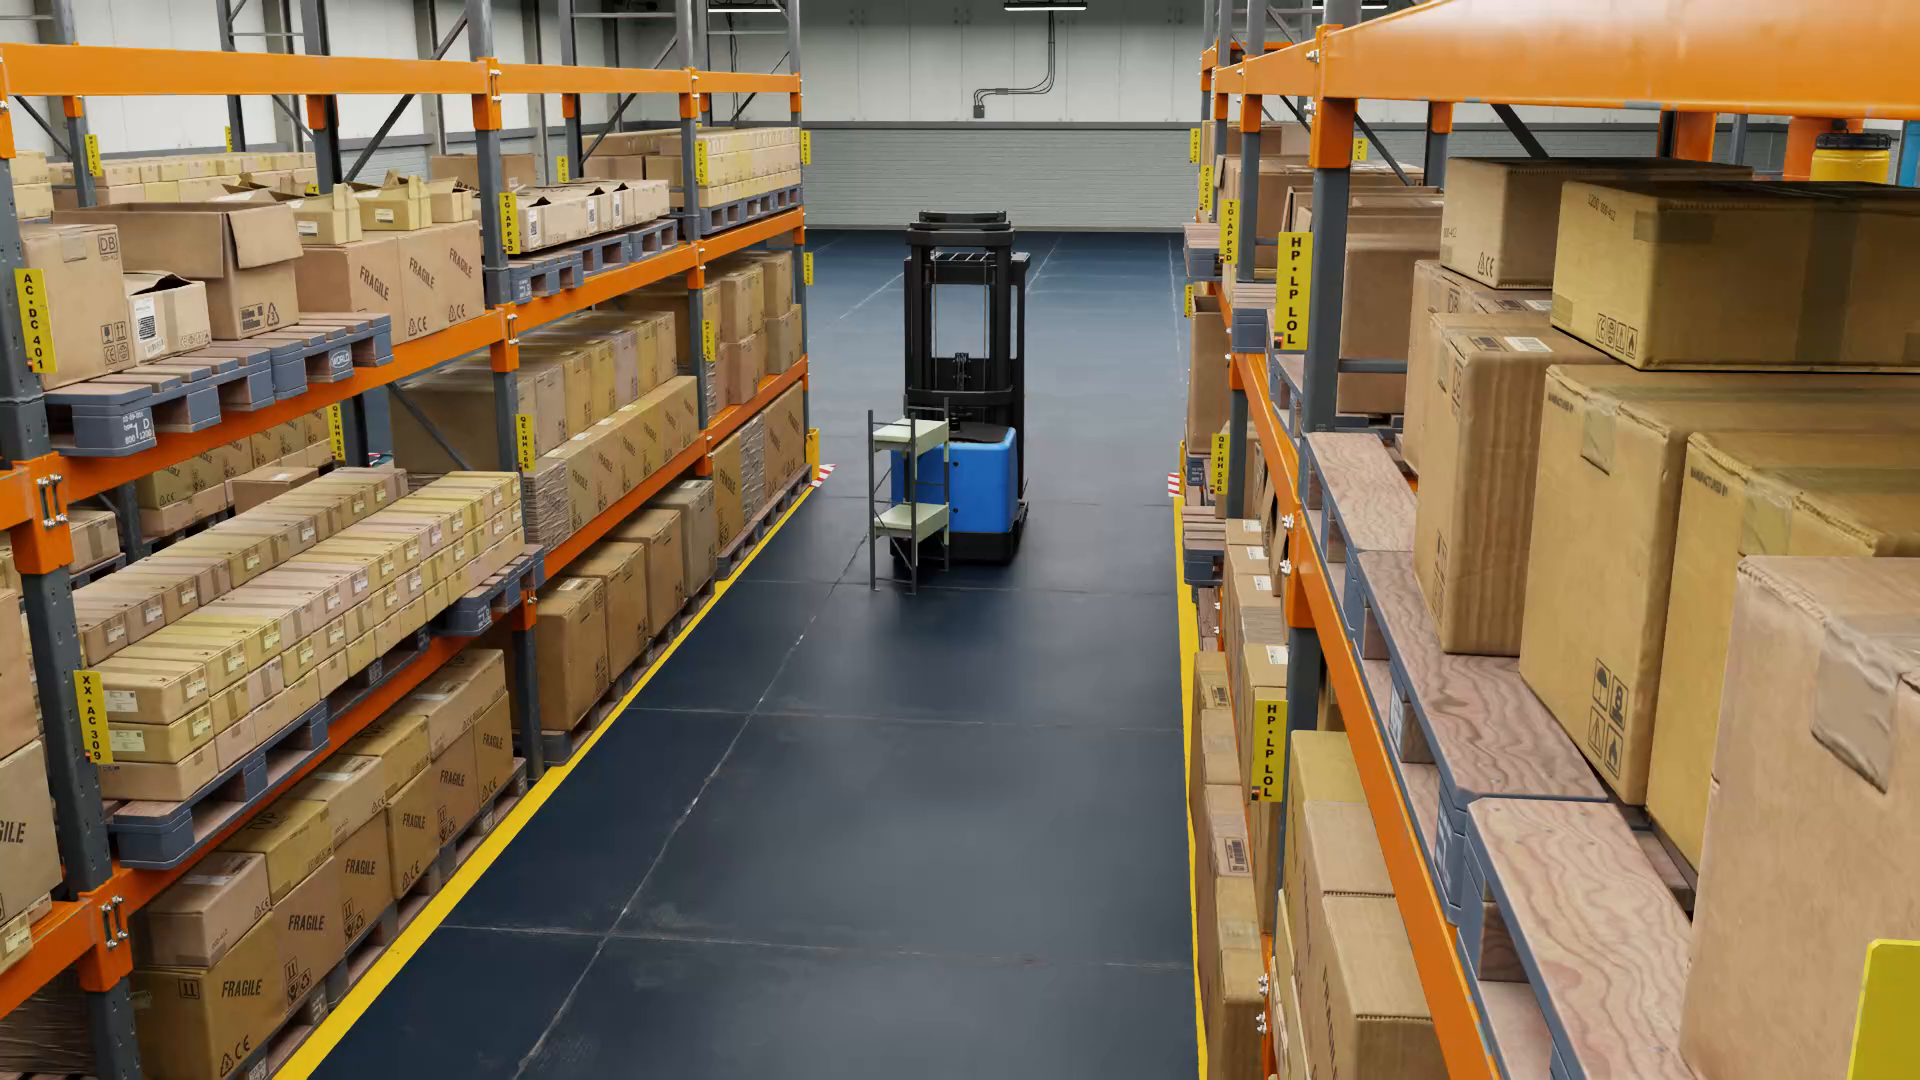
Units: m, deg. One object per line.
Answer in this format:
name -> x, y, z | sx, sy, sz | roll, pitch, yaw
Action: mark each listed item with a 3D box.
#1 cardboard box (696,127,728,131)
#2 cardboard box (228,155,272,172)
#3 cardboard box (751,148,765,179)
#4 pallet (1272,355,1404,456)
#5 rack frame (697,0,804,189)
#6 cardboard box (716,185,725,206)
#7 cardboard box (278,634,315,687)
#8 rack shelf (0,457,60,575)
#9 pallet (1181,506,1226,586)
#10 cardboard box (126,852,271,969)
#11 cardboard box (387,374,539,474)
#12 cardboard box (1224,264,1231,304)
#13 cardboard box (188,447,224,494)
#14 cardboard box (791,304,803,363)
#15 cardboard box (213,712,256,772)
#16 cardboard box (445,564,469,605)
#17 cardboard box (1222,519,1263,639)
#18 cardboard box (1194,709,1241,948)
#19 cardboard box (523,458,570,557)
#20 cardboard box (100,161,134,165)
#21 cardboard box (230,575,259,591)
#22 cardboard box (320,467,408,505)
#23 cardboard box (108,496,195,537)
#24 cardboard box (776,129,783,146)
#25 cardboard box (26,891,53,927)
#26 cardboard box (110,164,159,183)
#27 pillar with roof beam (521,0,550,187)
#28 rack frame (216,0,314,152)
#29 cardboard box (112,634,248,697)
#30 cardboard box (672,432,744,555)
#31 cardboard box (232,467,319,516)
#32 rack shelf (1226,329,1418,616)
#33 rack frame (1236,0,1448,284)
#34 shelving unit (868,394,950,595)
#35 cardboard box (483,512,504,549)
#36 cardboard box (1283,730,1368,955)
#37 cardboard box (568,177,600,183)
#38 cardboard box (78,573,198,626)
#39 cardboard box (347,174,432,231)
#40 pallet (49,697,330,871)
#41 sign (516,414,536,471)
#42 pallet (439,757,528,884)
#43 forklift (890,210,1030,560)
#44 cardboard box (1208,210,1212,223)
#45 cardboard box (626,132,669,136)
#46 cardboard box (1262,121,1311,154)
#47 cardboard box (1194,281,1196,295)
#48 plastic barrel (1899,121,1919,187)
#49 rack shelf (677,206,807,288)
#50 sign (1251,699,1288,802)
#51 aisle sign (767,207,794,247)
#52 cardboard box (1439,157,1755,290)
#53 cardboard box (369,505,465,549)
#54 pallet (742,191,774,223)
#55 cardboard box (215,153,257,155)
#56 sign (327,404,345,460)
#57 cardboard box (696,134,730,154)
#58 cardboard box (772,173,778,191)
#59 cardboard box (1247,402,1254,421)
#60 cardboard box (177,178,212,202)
cardboard box -> -2.473, -3.936, 16.182 | 0.380, 0.149, 0.250 | 2, 15, 7
cardboard box -> -6.922, -3.653, 16.134 | 0.380, 0.149, 0.250 | 2, 15, 7
cardboard box -> -2.039, -3.360, 14.816 | 0.500, 0.250, 0.500 | 2, 15, 7
pallet -> 1.528, -0.426, 5.610 | 0.805, 0.209, 1.217 | 1, 15, 4
rack frame -> -2.089, -5.011, 16.456 | 1.000, 3.000, 0.127 | 2, 15, 6
cardboard box -> -2.135, -2.807, 13.536 | 0.380, 0.149, 0.250 | 2, 15, 6
cardboard box -> -2.857, 0.482, 6.742 | 0.380, 0.149, 0.250 | 1, 15, 4
rack shelf -> -3.669, 0.415, 3.513 | 1.077, 0.370, 4.000 | 2, 15, 6
pallet -> 1.899, 0.036, 9.648 | 1.213, 0.211, 1.003 | 2, 15, 6
cardboard box -> -3.098, 1.455, 6.582 | 0.500, 0.250, 0.500 | 1, 15, 4
cardboard box -> -2.932, -0.688, 9.851 | 0.700, 0.500, 0.500 | 2, 15, 6
cardboard box -> 1.777, -1.503, 9.516 | 0.500, 0.250, 0.500 | 2, 15, 6
cardboard box -> -7.087, -0.719, 15.102 | 0.500, 0.500, 0.500 | 2, 15, 9
cardboard box -> -2.086, -2.090, 16.858 | 0.875, 0.550, 0.550 | 2, 15, 6
cardboard box -> -2.916, 0.755, 6.301 | 0.380, 0.149, 0.250 | 2, 15, 7
cardboard box -> -2.681, 0.215, 8.297 | 0.380, 0.149, 0.250 | 1, 15, 6
cardboard box -> 1.600, 0.202, 8.479 | 0.500, 0.500, 0.500 | 2, 15, 8
cardboard box -> 1.718, 1.364, 7.637 | 1.225, 0.875, 0.875 | 2, 15, 6
cardboard box -> -2.673, -0.197, 9.954 | 0.500, 0.500, 0.500 | 2, 15, 7
cardboard box -> -7.550, -3.269, 14.710 | 0.380, 0.149, 0.250 | 1, 15, 5
cardboard box -> -3.417, 0.258, 7.568 | 0.380, 0.149, 0.250 | 2, 15, 8
cardboard box -> -3.237, -0.294, 9.039 | 0.380, 0.149, 0.250 | 2, 15, 6
cardboard box -> -7.136, -0.218, 14.685 | 0.500, 0.250, 0.500 | 1, 15, 4
cardboard box -> -1.876, -3.782, 15.614 | 0.380, 0.149, 0.250 | 2, 15, 7
cardboard box -> -3.243, 1.199, 5.462 | 0.380, 0.149, 0.250 | 2, 15, 6
cardboard box -> -7.072, -3.118, 14.153 | 0.380, 0.149, 0.250 | 1, 15, 4
pillar with roof beam -> -5.940, -11.220, 39.416 | 9.100, 9.000, 0.548 | 2, 15, 6
rack frame -> -7.019, -5.131, 16.898 | 1.000, 3.000, 0.127 | 2, 15, 6
cardboard box -> -2.917, 0.467, 6.225 | 0.380, 0.149, 0.250 | 2, 15, 8
cardboard box -> -2.400, -0.416, 14.220 | 0.875, 0.875, 0.875 | 2, 15, 7
cardboard box -> -5.699, -0.312, 13.907 | 0.500, 0.500, 0.500 | 2, 15, 6
rack shelf -> 1.699, -0.450, 6.712 | 1.077, 0.370, 4.000 | 2, 15, 6
rack frame -> 1.925, -2.764, 8.145 | 1.000, 3.000, 0.127 | 2, 15, 6
shelving unit -> -0.413, -0.385, 13.712 | 0.431, 1.500, 0.755 | 6, 16, 20
cardboard box -> -2.624, -0.055, 8.725 | 0.380, 0.149, 0.250 | 2, 15, 8
cardboard box -> 1.165, 0.853, 4.543 | 0.500, 0.500, 0.500 | 2, 15, 6
cardboard box -> -2.857, -2.563, 12.408 | 0.258, 0.266, 0.396 | 1, 15, 5
cardboard box -> -3.471, 0.250, 7.028 | 0.380, 0.149, 0.250 | 1, 15, 4
cardboard box -> -2.823, -1.660, 8.151 | 0.396, 0.266, 0.258 | 2, 15, 6
pallet -> -3.213, 0.896, 6.471 | 1.003, 0.211, 1.213 | 2, 15, 6
sign -> -2.452, -0.548, 9.375 | 0.100, 0.325, 0.005 | 2, 15, 6
pallet -> -3.082, 1.508, 9.180 | 1.003, 0.211, 1.213 | 2, 15, 6
forklift -> 0.068, -1.578, 15.384 | 1.130, 2.935, 3.031 | 2, 15, 6
cardboard box -> 2.168, -2.407, 12.859 | 0.500, 0.250, 0.500 | 2, 15, 8
cardboard box -> -2.703, -3.408, 14.229 | 0.380, 0.149, 0.250 | 2, 15, 6
cardboard box -> 2.904, -3.415, 14.579 | 0.500, 0.500, 0.500 | 2, 15, 6
cardboard box -> 2.431, -2.354, 15.443 | 0.500, 0.500, 0.500 | 2, 15, 6
plastic barrel -> 7.516, -2.907, 12.657 | 0.600, 0.901, 0.708 | 2, 15, 6
rack shelf -> -2.315, -2.697, 15.023 | 1.077, 0.370, 4.000 | 2, 15, 6
sign -> 0.933, 0.635, 5.001 | 0.100, 0.325, 0.005 | 2, 15, 6
aisle sign -> -1.783, -3.380, 16.935 | 0.394, 0.787, 0.004 | 2, 15, 6
cardboard box -> 1.361, -0.696, 3.620 | 0.500, 0.250, 0.500 | 1, 15, 3
cardboard box -> -2.678, -0.066, 8.197 | 0.380, 0.149, 0.250 | 2, 15, 8
pallet -> -2.298, -3.011, 14.973 | 1.003, 0.211, 1.213 | 2, 15, 6
cardboard box -> -7.275, -3.795, 16.656 | 0.380, 0.149, 0.250 | 2, 15, 6
sign -> -3.544, -0.615, 9.472 | 0.100, 0.325, 0.005 | 2, 15, 6
cardboard box -> -2.106, -3.257, 13.671 | 0.380, 0.149, 0.250 | 2, 15, 6
cardboard box -> -1.905, -3.333, 15.480 | 0.380, 0.149, 0.250 | 1, 15, 5
cardboard box -> 2.272, -0.706, 11.024 | 0.797, 0.503, 0.637 | 3, 15, 12
cardboard box -> -7.030, -3.086, 14.801 | 0.500, 0.250, 0.500 | 2, 15, 7
